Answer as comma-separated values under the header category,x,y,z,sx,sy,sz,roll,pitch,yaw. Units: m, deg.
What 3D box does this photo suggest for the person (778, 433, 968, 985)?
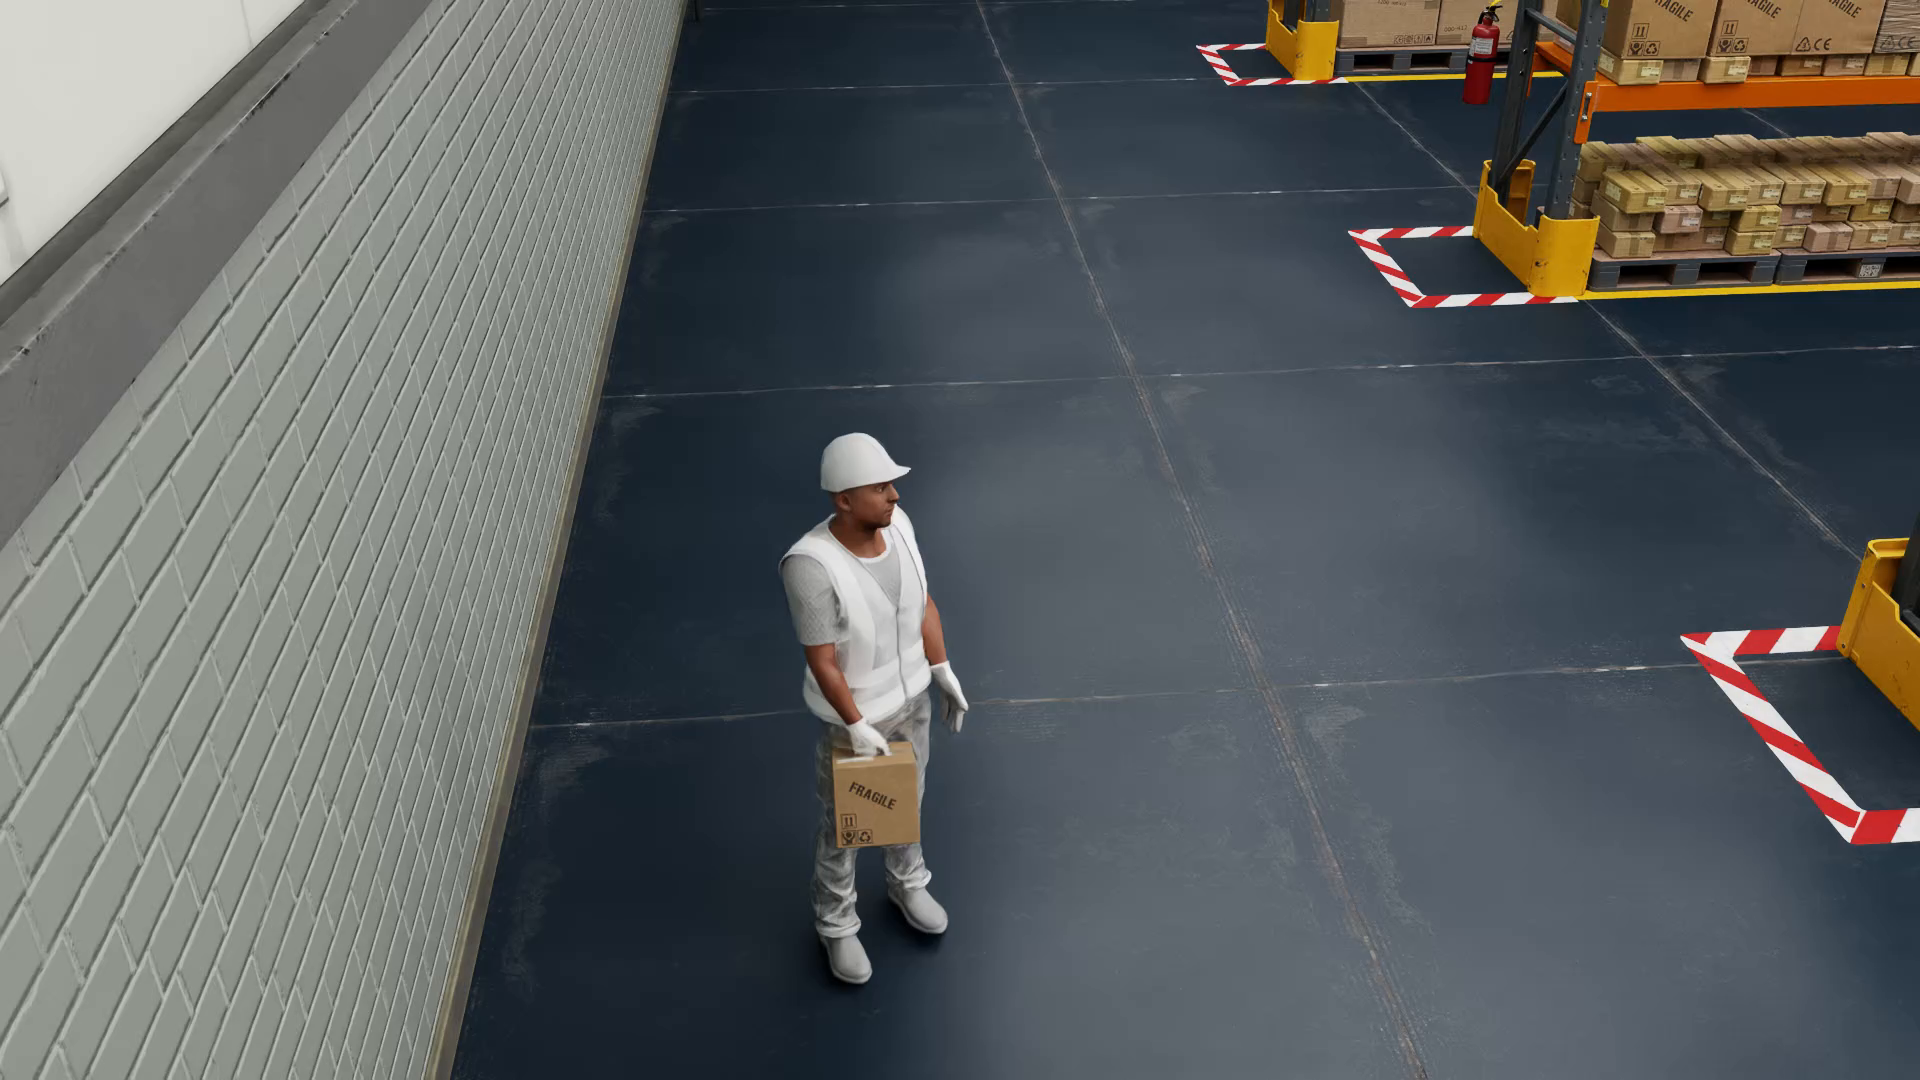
category,x,y,z,sx,sy,sz,roll,pitch,yaw
person,-0.273,0.525,5.203,0.472,1.791,0.610,22,37,32
